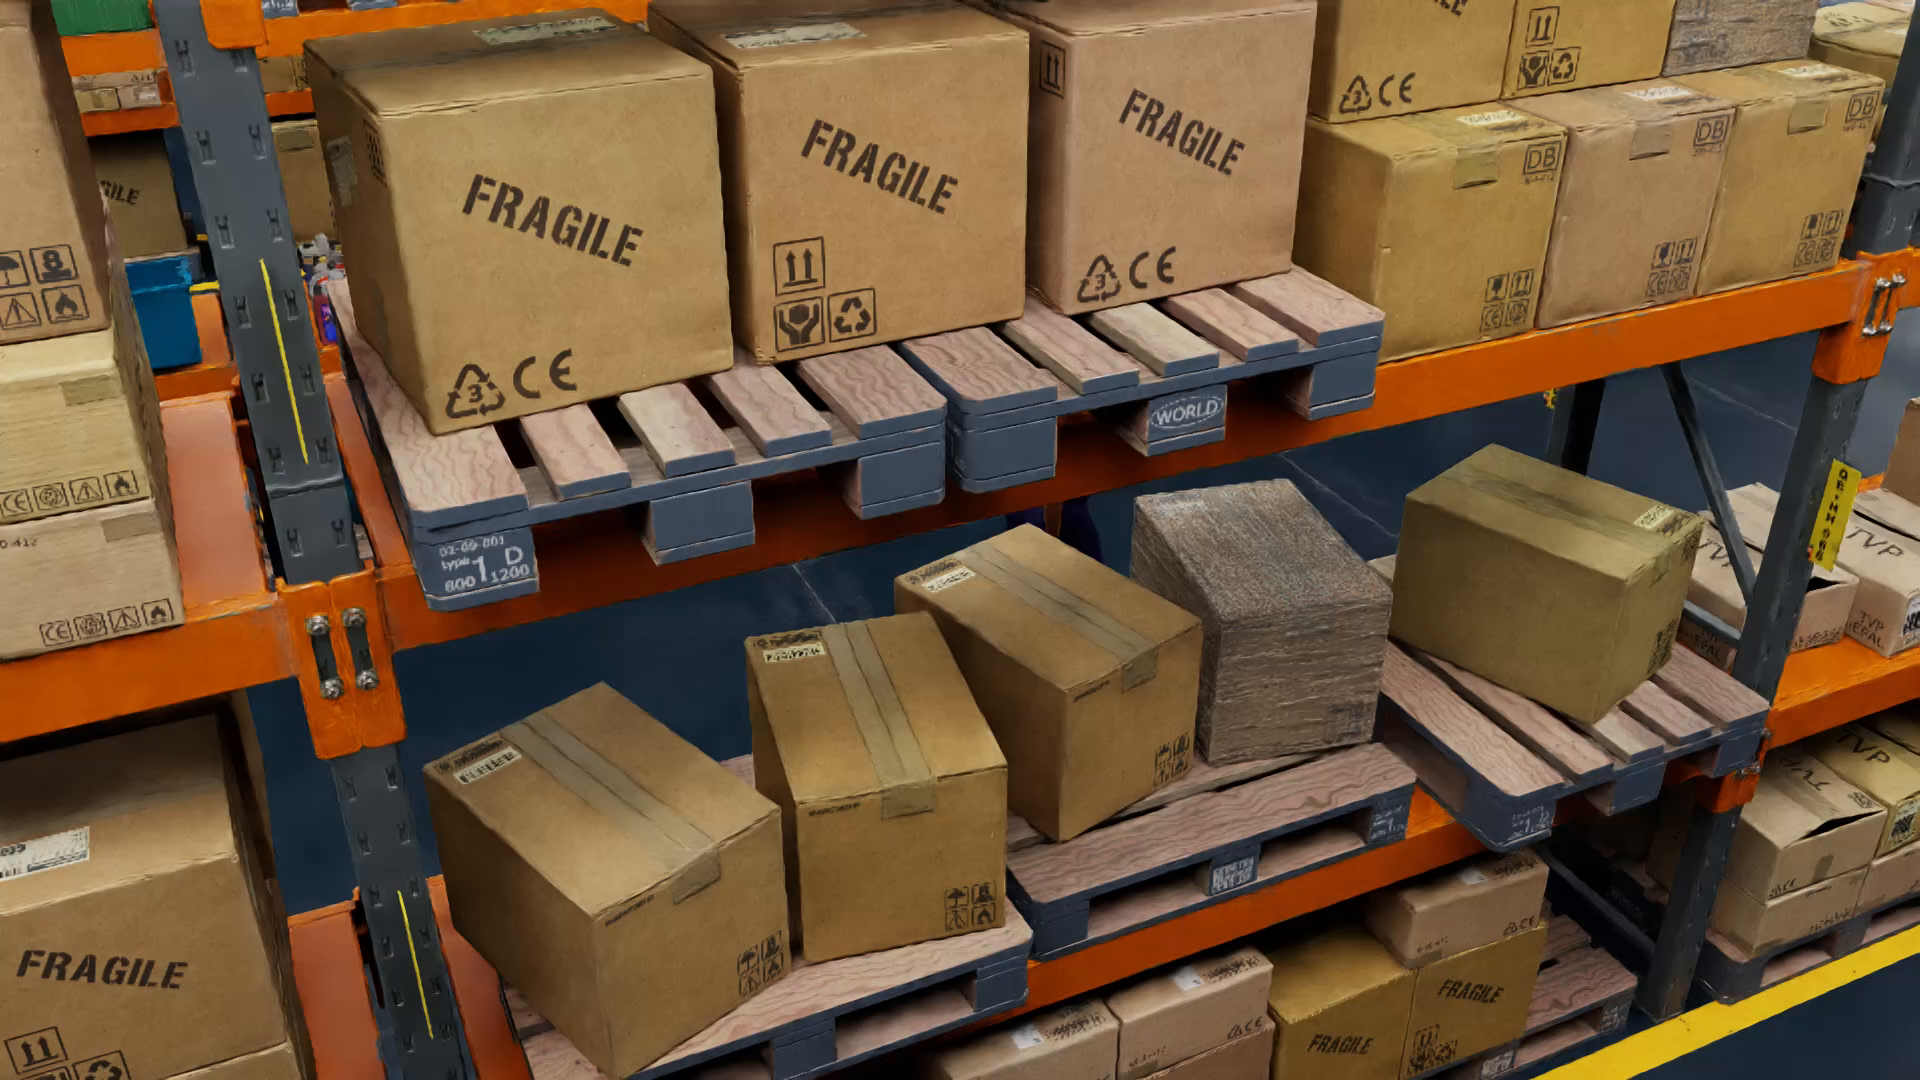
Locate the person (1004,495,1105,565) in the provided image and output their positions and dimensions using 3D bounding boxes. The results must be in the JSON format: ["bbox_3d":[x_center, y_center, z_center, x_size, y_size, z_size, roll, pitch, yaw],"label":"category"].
[{"bbox_3d":[0.425,-0.122,7.364,0.838,1.600,0.476,-15,33,-24],"label":"person"}]
